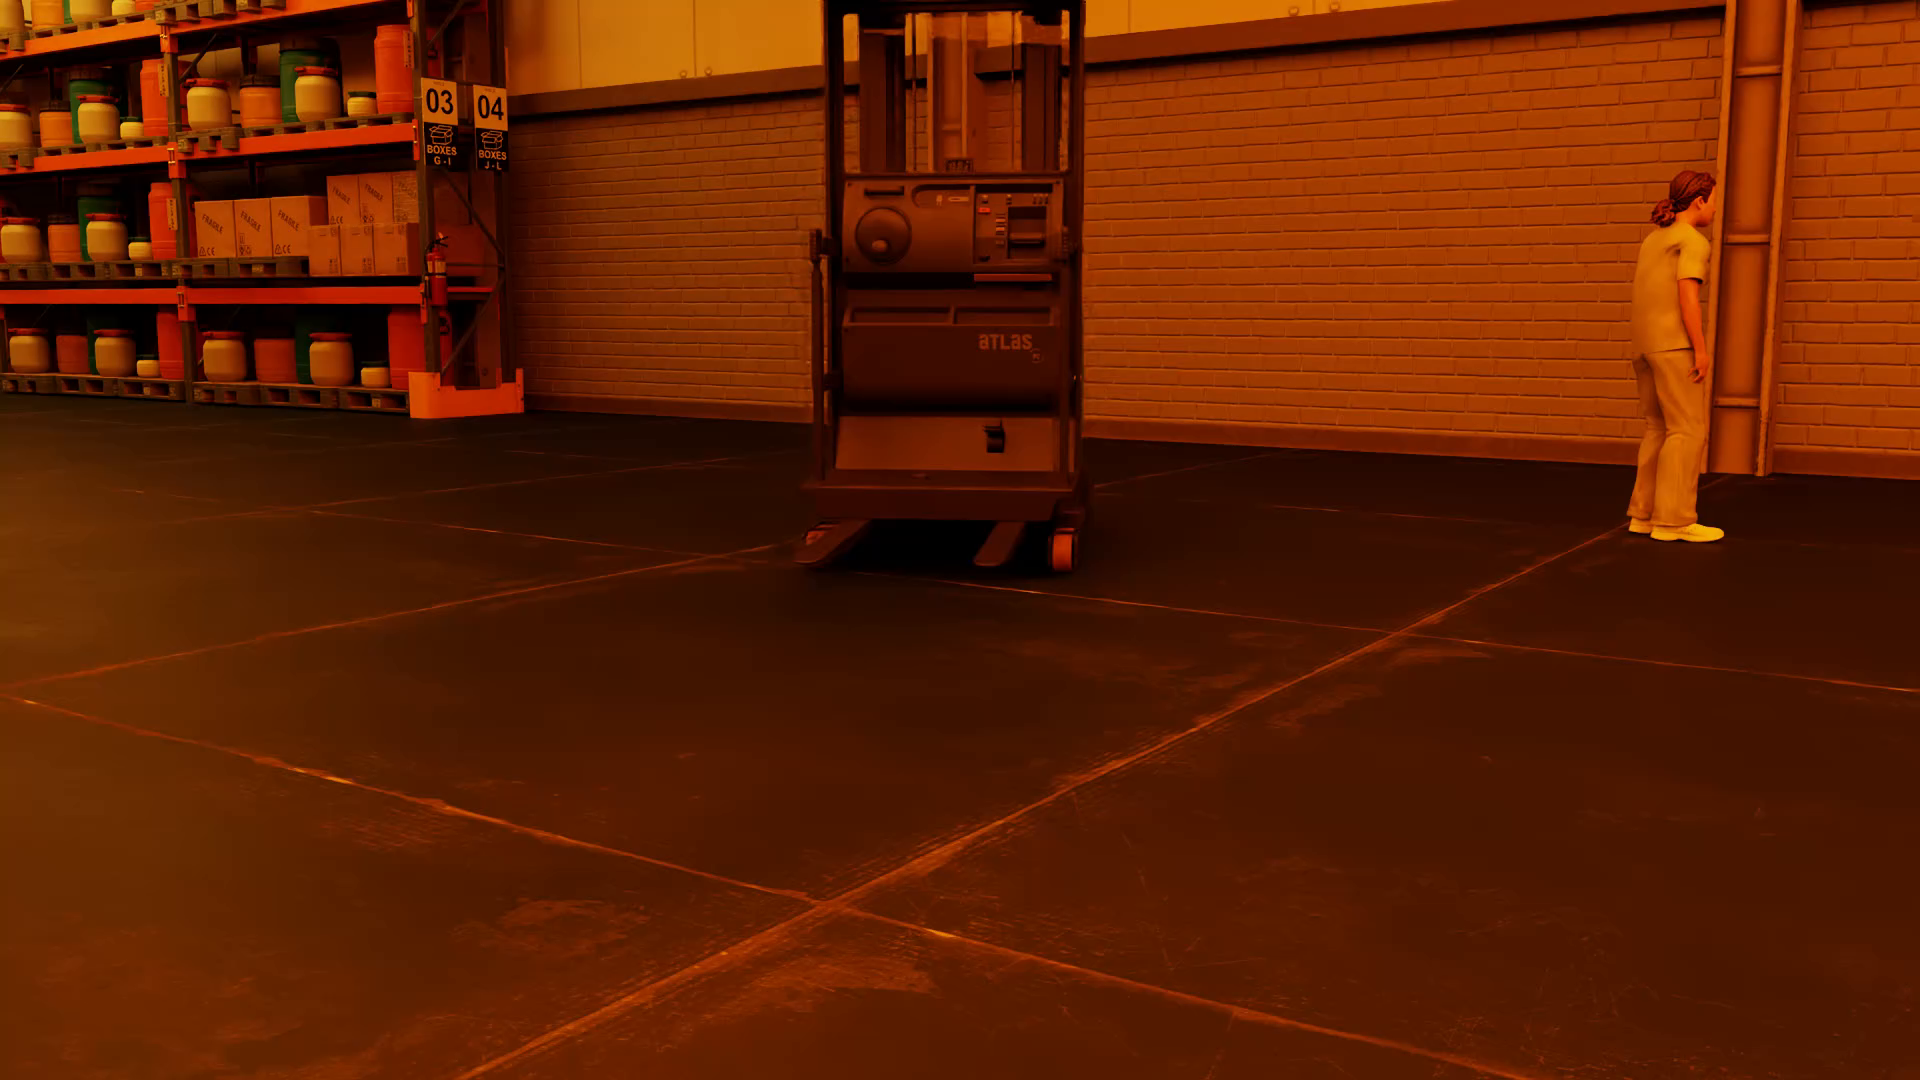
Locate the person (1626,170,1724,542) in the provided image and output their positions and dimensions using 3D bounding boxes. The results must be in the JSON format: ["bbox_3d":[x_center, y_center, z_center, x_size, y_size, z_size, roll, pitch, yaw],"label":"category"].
[{"bbox_3d":[3.278,-0.844,7.624,0.365,1.665,0.501,-1,8,-4],"label":"person"}]

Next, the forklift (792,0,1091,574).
[{"bbox_3d":[-0.051,-1.364,6.788,1.130,2.935,3.031,1,8,6],"label":"forklift"}]
